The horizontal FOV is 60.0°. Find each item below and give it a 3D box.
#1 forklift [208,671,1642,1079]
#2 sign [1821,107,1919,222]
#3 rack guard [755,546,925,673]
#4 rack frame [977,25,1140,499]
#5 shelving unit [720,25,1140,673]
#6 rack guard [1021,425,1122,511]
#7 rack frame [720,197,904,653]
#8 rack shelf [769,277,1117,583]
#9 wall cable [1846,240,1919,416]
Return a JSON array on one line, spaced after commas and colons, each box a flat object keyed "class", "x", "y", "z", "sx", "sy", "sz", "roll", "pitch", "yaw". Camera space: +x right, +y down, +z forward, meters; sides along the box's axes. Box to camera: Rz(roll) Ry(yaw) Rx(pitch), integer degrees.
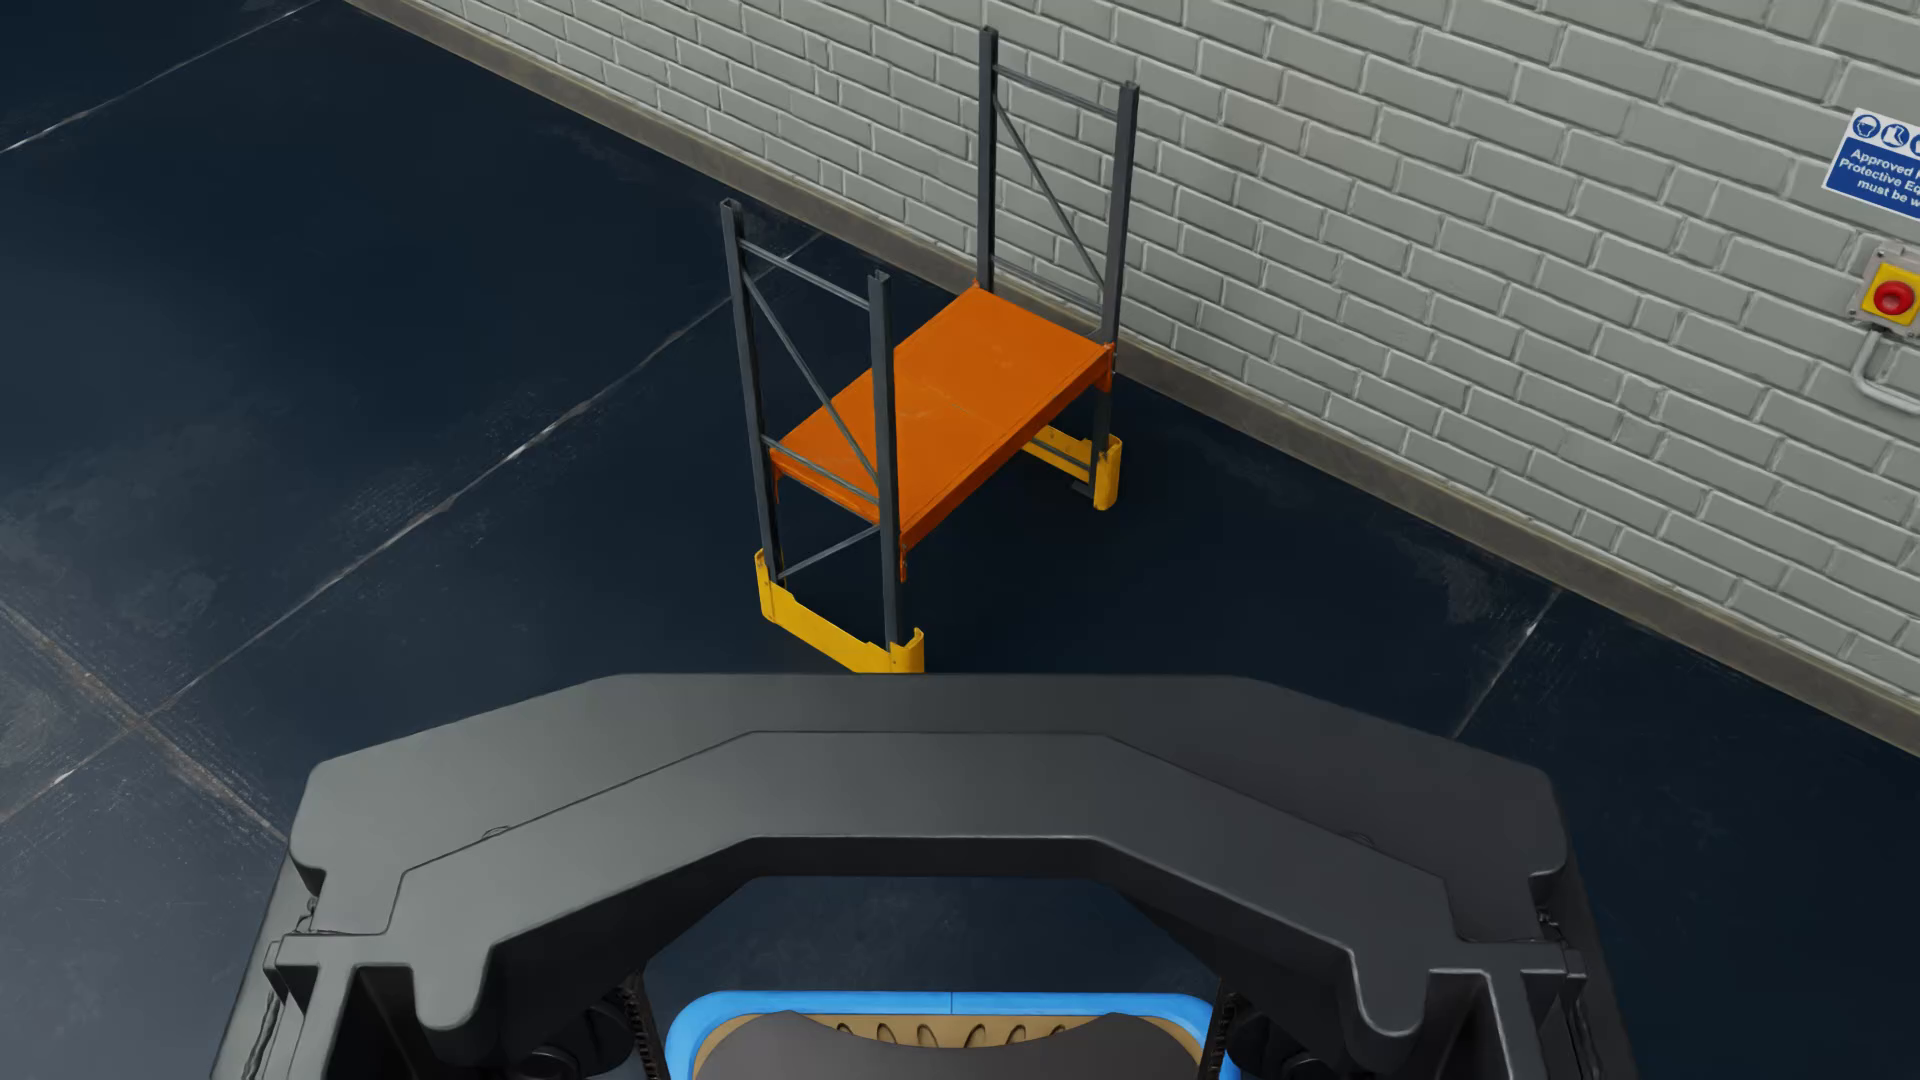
[{"class": "forklift", "x": -0.026, "y": 1.613, "z": 1.682, "sx": 1.130, "sy": 2.935, "sz": 3.031, "roll": 0, "pitch": 46, "yaw": 0}, {"class": "sign", "x": 2.167, "y": -0.837, "z": 3.788, "sx": 0.327, "sy": 0.218, "sz": 0.001, "roll": 29, "pitch": 53, "yaw": 25}, {"class": "rack guard", "x": -0.351, "y": 0.242, "z": 4.846, "sx": 0.587, "sy": 0.250, "sz": 0.087, "roll": 29, "pitch": 53, "yaw": 25}, {"class": "rack frame", "x": 0.259, "y": -0.760, "z": 4.939, "sx": 0.500, "sy": 1.500, "sz": 0.032, "roll": 29, "pitch": 53, "yaw": 25}, {"class": "shelving unit", "x": -0.047, "y": -0.474, "z": 4.666, "sx": 0.587, "sy": 1.500, "sz": 1.083, "roll": 29, "pitch": 53, "yaw": 25}, {"class": "rack guard", "x": 0.258, "y": -0.328, "z": 5.390, "sx": 0.587, "sy": 0.250, "sz": 0.087, "roll": 29, "pitch": 53, "yaw": 25}, {"class": "rack frame", "x": -0.363, "y": -0.178, "z": 4.383, "sx": 0.500, "sy": 1.500, "sz": 0.032, "roll": 29, "pitch": 53, "yaw": 25}, {"class": "rack shelf", "x": -0.052, "y": -0.345, "z": 4.791, "sx": 0.538, "sy": 0.185, "sz": 1.000, "roll": 29, "pitch": 53, "yaw": 25}, {"class": "wall cable", "x": 2.168, "y": -1.049, "z": 3.454, "sx": 0.585, "sy": 1.953, "sz": 0.123, "roll": 29, "pitch": 53, "yaw": 25}]
